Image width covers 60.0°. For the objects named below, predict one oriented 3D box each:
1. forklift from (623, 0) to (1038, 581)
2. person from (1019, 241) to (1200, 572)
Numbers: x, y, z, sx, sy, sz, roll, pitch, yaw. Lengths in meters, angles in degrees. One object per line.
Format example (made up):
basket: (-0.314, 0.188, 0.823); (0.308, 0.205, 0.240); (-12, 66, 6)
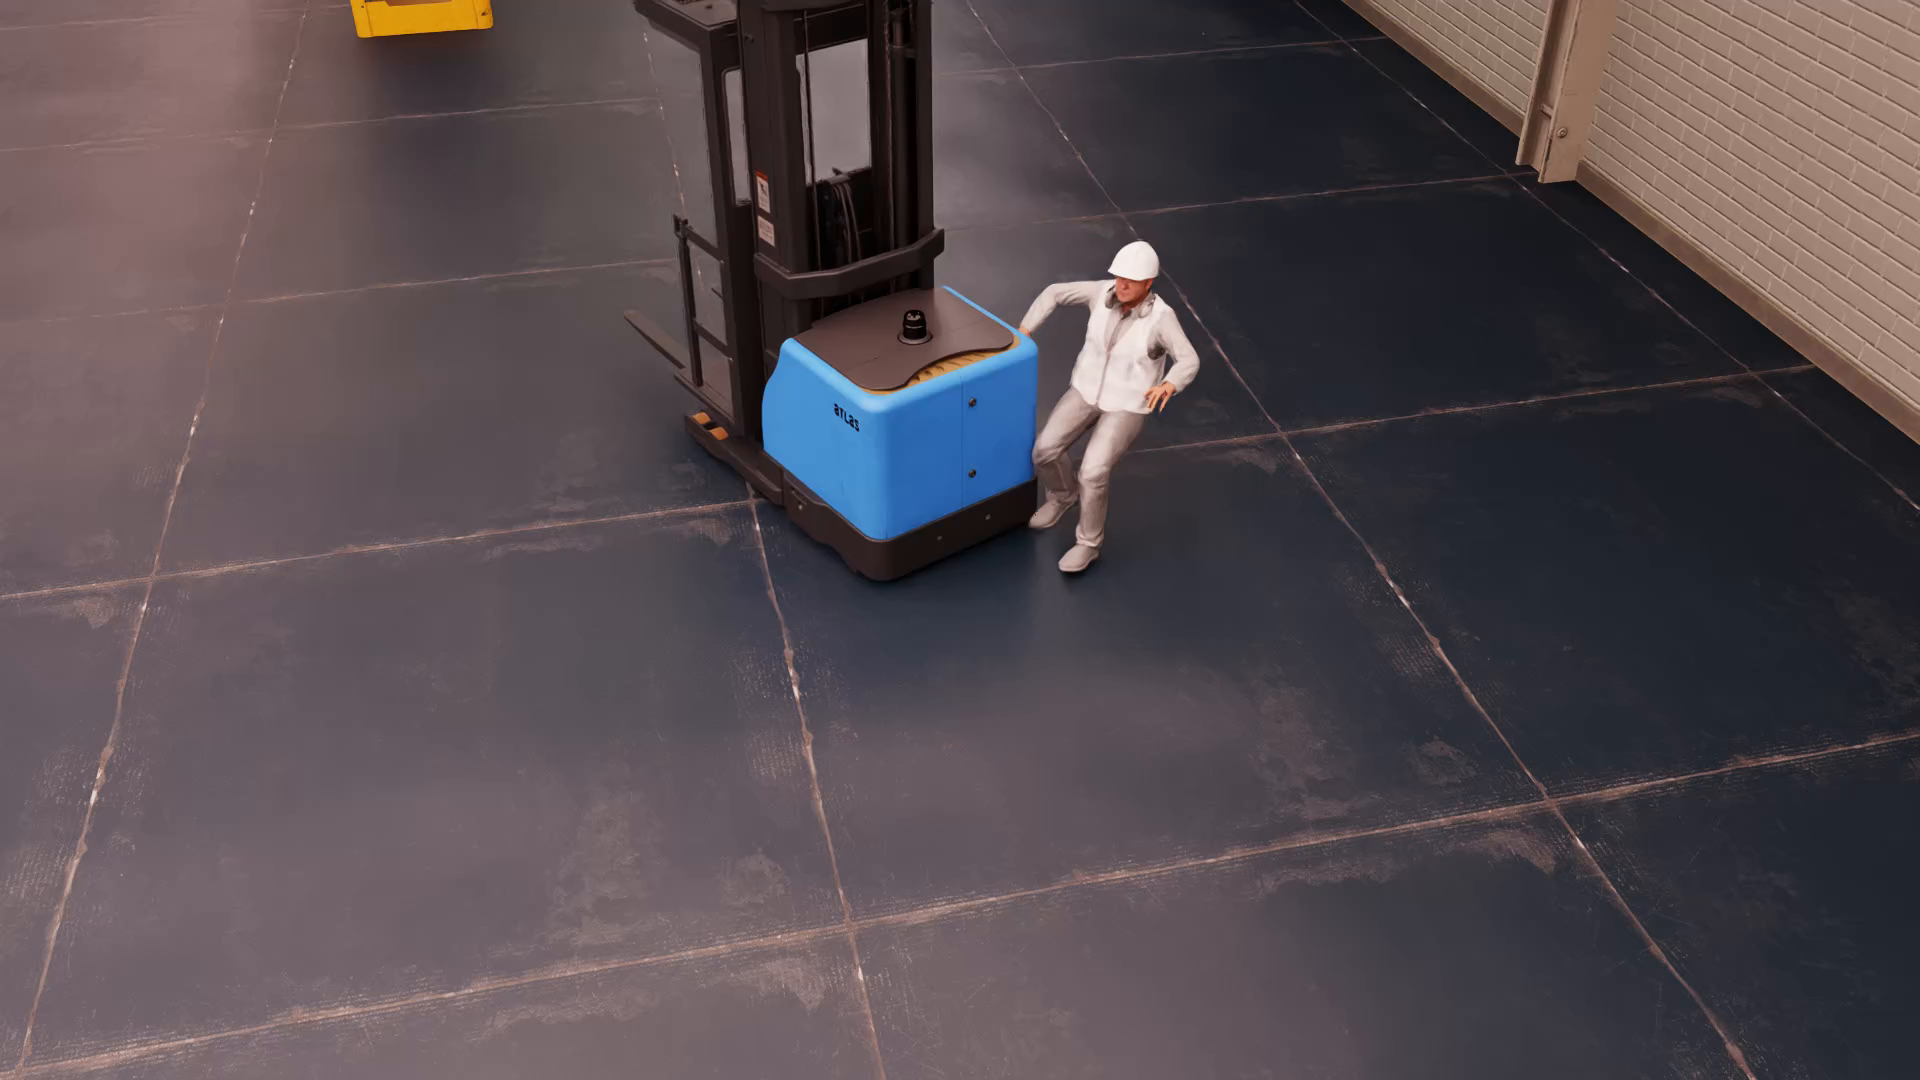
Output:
forklift: (-0.881, -1.798, 8.548); (1.130, 2.935, 3.031); (-23, 42, -29)
person: (0.647, -0.673, 8.182); (1.020, 1.545, 0.871); (17, 39, 22)
